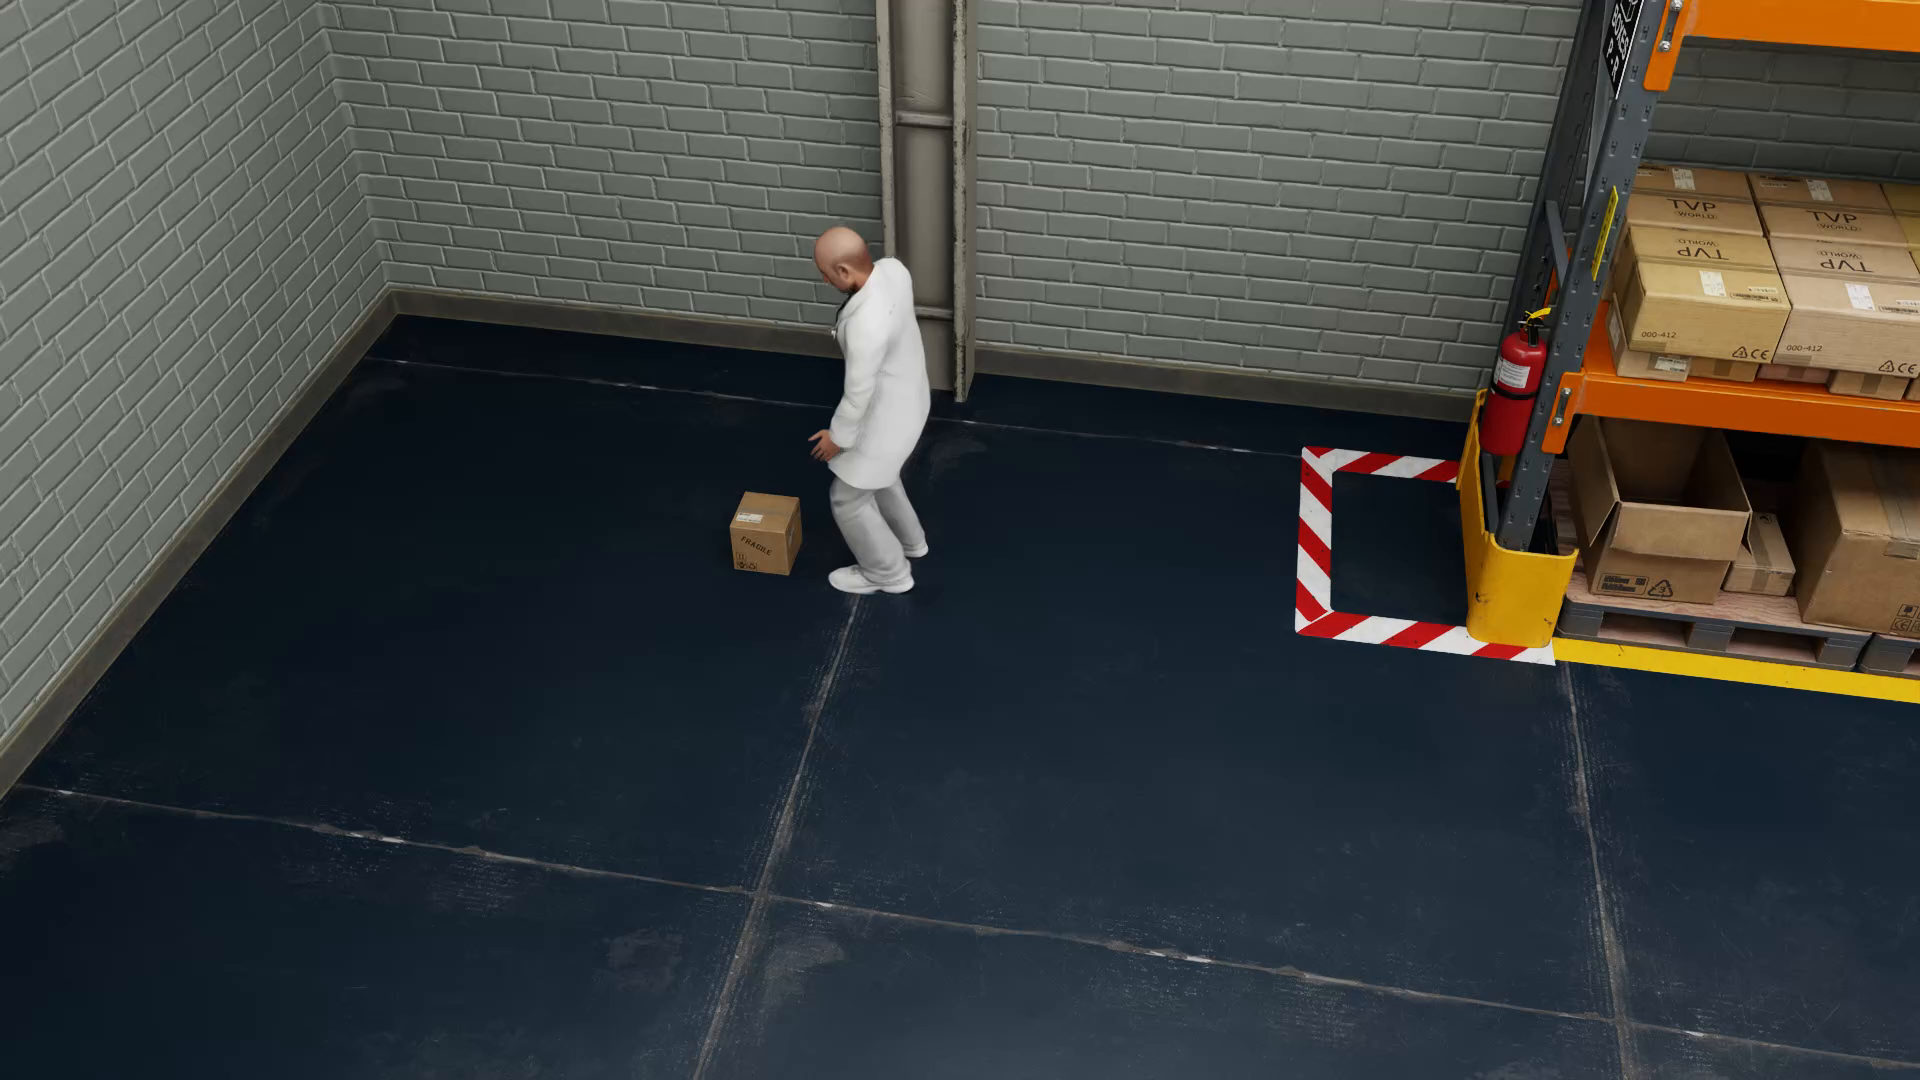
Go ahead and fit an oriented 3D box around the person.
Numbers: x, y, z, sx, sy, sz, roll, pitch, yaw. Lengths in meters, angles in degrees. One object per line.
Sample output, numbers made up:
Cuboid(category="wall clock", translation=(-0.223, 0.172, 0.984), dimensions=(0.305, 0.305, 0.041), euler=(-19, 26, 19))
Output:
Cuboid(category="person", translation=(-0.357, -0.513, 6.837), dimensions=(0.441, 1.715, 0.595), euler=(7, 41, 9))
